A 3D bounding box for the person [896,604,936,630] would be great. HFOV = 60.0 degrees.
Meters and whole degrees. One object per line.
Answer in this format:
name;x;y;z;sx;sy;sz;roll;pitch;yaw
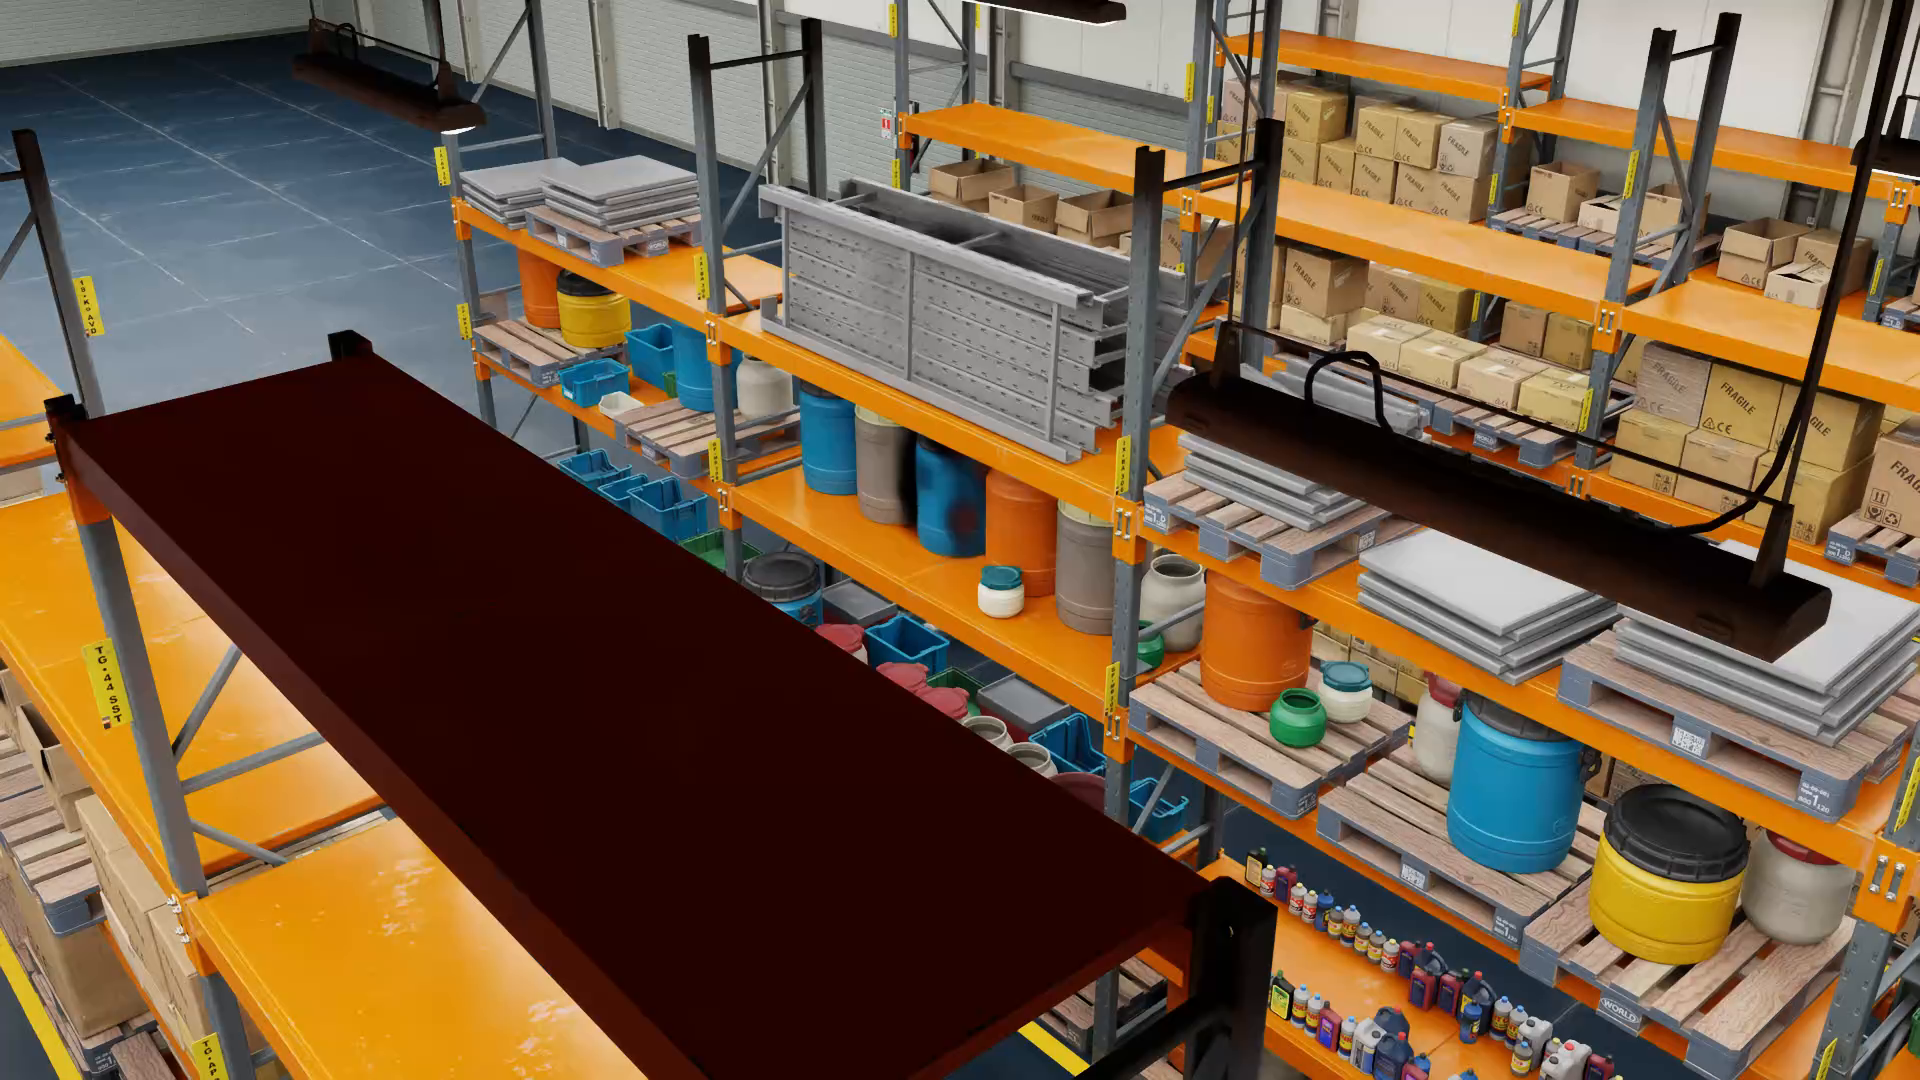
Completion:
person;-0.411;0.068;15.674;0.781;1.613;0.607;12;29;23
